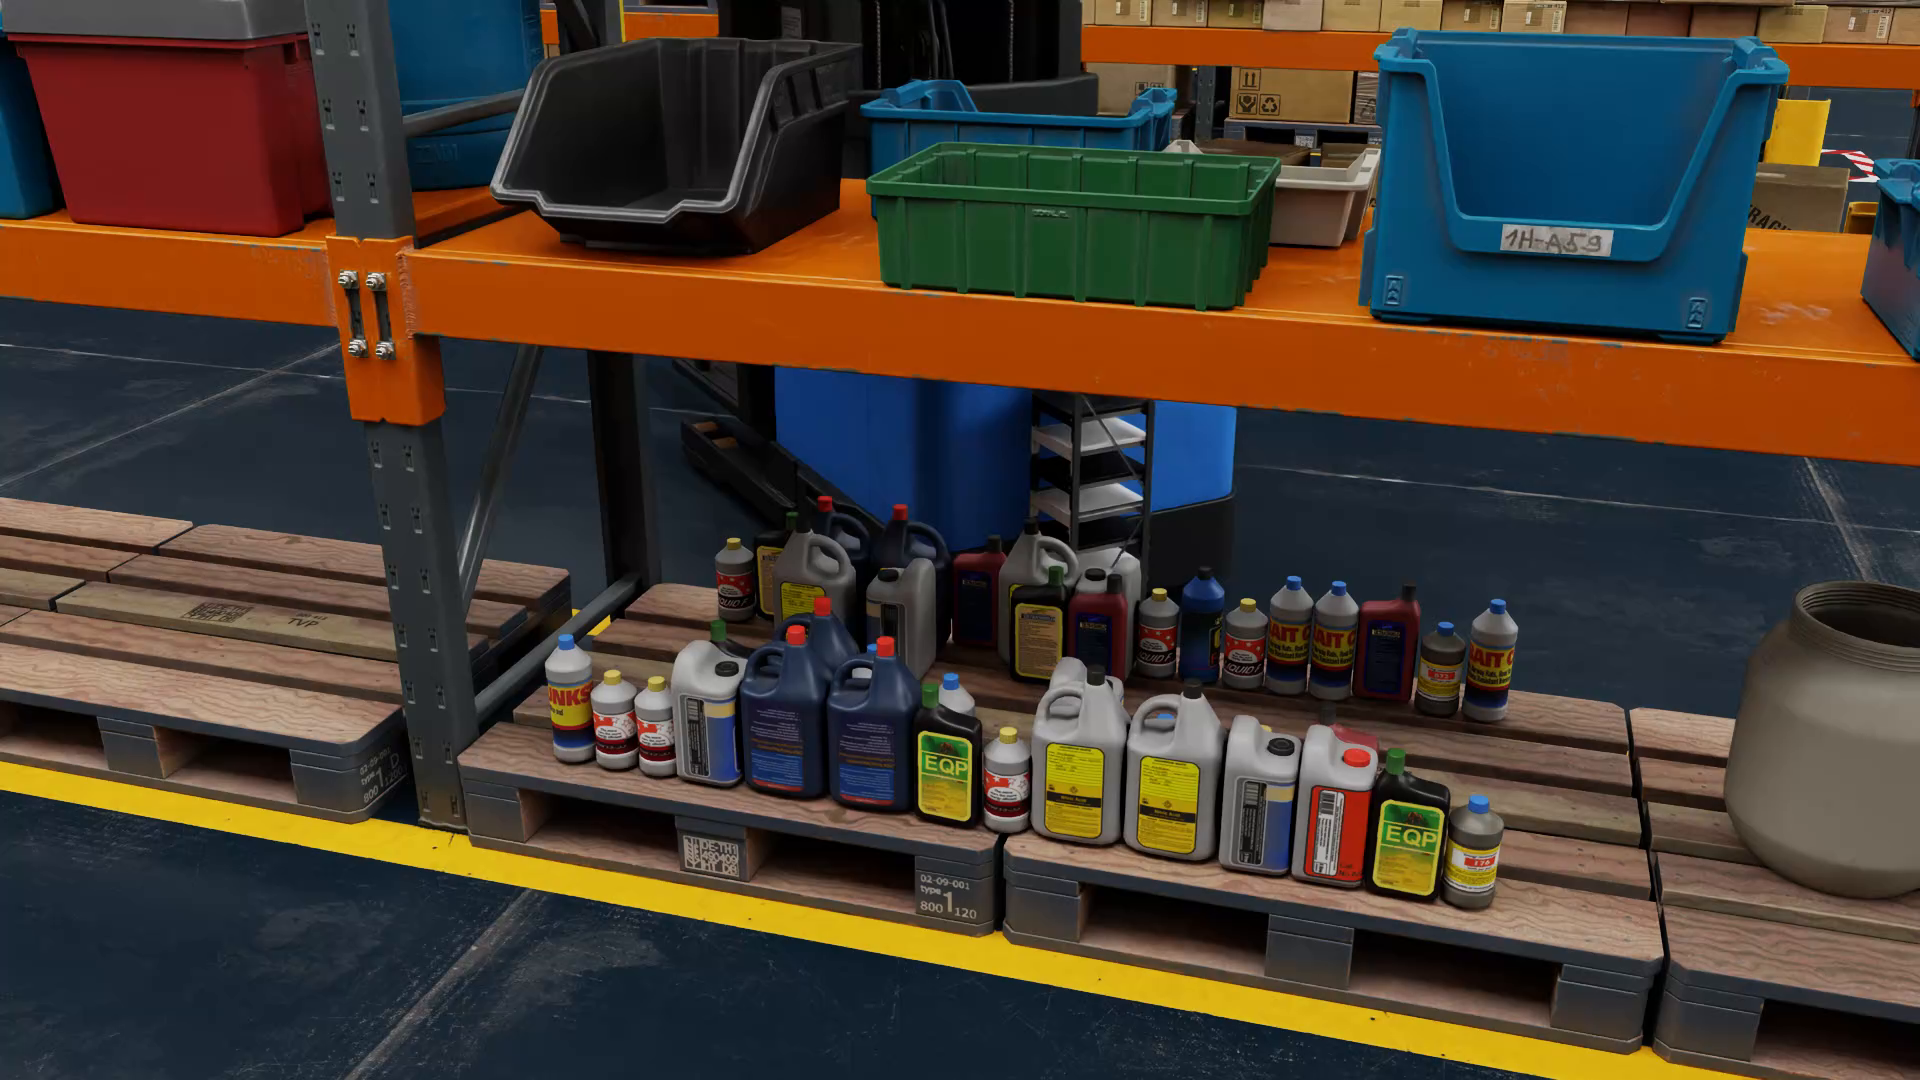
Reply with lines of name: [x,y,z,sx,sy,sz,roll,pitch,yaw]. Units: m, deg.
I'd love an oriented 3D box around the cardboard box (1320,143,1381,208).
cardboard box: [1.966,-1.603,7.967,0.500,0.500,0.500,4,23,11]

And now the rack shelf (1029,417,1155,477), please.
rack shelf: [0.341,-0.249,4.305,0.258,0.077,0.200,-11,25,-26]

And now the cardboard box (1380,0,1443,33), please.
cardboard box: [1.986,-2.315,7.292,0.250,0.149,0.380,7,23,16]

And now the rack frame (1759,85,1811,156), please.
rack frame: [5.786,-4.076,11.255,0.127,3.000,1.000,7,23,16]

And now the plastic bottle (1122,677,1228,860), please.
plastic bottle: [0.415,0.425,3.192,0.185,0.351,0.144,8,23,18]

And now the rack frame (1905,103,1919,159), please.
rack frame: [4.257,-2.285,6.888,0.127,3.000,1.000,7,23,16]

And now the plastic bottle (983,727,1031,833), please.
plastic bottle: [0.094,0.467,3.288,0.097,0.201,0.097,0,22,0]

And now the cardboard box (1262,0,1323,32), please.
cardboard box: [1.499,-2.359,7.399,0.250,0.149,0.380,7,23,16]

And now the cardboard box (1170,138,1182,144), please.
cardboard box: [0.799,-1.703,8.210,0.500,0.500,0.500,6,23,14]

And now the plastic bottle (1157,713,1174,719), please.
plastic bottle: [0.408,0.445,3.339,0.097,0.201,0.097,0,22,0]

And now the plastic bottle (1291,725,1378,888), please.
plastic bottle: [0.708,0.491,3.129,0.135,0.276,0.152,7,23,16]

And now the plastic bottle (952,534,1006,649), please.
plastic bottle: [0.048,0.119,4.027,0.133,0.283,0.061,8,24,19]

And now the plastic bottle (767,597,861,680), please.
plastic bottle: [-0.309,0.285,3.534,0.185,0.351,0.144,7,23,16]

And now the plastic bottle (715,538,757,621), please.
plastic bottle: [-0.566,0.094,4.197,0.097,0.201,0.097,0,22,0]

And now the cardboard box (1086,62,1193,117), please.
cardboard box: [1.336,-3.703,12.757,0.750,0.750,1.050,6,23,15]

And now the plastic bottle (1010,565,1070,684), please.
plastic bottle: [0.184,0.192,3.850,0.133,0.283,0.061,7,23,16]

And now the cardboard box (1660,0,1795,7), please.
cardboard box: [3.225,-2.550,7.012,0.500,0.500,0.875,7,23,16]

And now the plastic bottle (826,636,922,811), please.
plastic bottle: [-0.170,0.358,3.356,0.185,0.351,0.144,6,23,13]

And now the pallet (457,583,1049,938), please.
pallet: [-0.373,0.455,3.883,1.213,0.211,1.003,7,23,16]

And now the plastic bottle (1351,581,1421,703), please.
plastic bottle: [0.969,0.224,3.770,0.133,0.283,0.061,7,23,16]

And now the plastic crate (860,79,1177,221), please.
plastic crate: [0.135,-0.833,3.543,0.616,0.251,0.499,7,23,16]

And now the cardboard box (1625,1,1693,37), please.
cardboard box: [2.969,-2.237,7.102,0.250,0.149,0.380,7,23,16]

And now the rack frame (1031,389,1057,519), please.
rack frame: [0.294,-0.148,4.444,0.240,0.900,0.006,-11,25,-26]

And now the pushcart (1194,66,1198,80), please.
pushcart: [2.679,-4.277,15.200,0.936,0.377,1.648,-1,22,-3]

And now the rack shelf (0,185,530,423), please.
rack shelf: [-2.918,-0.810,4.241,4.000,0.370,1.077,7,23,16]

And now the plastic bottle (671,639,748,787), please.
plastic bottle: [-0.508,0.352,3.468,0.135,0.276,0.152,7,23,17]

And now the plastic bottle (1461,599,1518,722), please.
plastic bottle: [1.180,0.261,3.696,0.097,0.271,0.097,0,22,0]

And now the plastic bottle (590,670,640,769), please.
plastic bottle: [-0.728,0.372,3.517,0.097,0.201,0.097,0,22,0]

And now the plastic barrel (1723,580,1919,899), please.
plastic barrel: [1.694,0.372,3.136,0.421,0.512,0.421,0,22,0]

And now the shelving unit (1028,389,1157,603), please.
shelving unit: [0.341,-0.114,4.361,0.258,0.900,0.210,-11,25,-26]

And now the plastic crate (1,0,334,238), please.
plastic crate: [-1.555,-0.896,3.416,0.583,0.464,0.402,7,23,16]

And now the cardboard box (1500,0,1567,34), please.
cardboard box: [2.458,-2.251,7.137,0.250,0.149,0.380,7,23,16]

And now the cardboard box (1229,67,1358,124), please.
cardboard box: [2.539,-3.632,12.417,0.875,0.875,0.875,7,23,16]

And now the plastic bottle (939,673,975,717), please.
plastic bottle: [-0.018,0.397,3.365,0.097,0.271,0.097,0,22,0]

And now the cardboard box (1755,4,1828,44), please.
cardboard box: [3.431,-2.161,6.918,0.250,0.149,0.380,7,23,16]

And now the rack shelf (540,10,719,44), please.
rack shelf: [-1.488,-2.610,8.628,4.000,0.370,1.077,7,23,16]

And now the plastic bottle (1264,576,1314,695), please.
plastic bottle: [0.756,0.213,3.814,0.097,0.271,0.097,0,22,0]

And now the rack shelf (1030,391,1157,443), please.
rack shelf: [0.341,-0.333,4.271,0.258,0.077,0.200,-11,25,-26]

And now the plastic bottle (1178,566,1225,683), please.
plastic bottle: [0.562,0.190,3.869,0.097,0.271,0.097,0,22,0]

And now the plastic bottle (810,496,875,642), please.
plastic bottle: [-0.304,0.064,4.073,0.185,0.351,0.144,6,23,14]

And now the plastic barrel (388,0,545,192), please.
plastic barrel: [-1.286,-1.308,3.847,0.708,0.901,0.600,7,23,16]

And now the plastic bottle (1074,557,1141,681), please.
plastic bottle: [0.344,0.174,3.902,0.135,0.276,0.152,7,23,16]

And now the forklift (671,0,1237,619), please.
forklift: [-0.331,-1.616,5.348,1.130,2.935,3.031,-11,25,-26]

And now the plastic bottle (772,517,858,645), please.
plastic bottle: [-0.345,0.116,3.945,0.185,0.351,0.144,7,23,16]

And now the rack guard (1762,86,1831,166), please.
rack guard: [5.809,-2.917,11.723,0.348,0.500,1.175,7,23,16]

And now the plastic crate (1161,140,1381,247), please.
plastic crate: [0.624,-0.716,3.411,0.437,0.136,0.530,7,23,16]

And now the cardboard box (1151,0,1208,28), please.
cardboard box: [1.029,-2.425,7.560,0.250,0.149,0.380,7,23,16]

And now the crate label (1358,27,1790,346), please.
crate label: [0.986,-0.605,2.747,0.616,0.435,0.502,7,23,16]

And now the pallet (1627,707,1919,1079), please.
pallet: [1.963,0.722,3.231,1.213,0.211,1.003,7,23,16]

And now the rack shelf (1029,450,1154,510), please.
rack shelf: [0.341,-0.166,4.339,0.258,0.077,0.200,-11,25,-26]

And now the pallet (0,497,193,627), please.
pallet: [-2.938,0.161,4.599,1.213,0.211,1.003,7,23,16]

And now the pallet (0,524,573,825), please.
pallet: [-1.767,0.294,4.275,1.213,0.211,1.003,7,23,16]

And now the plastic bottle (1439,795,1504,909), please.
plastic bottle: [0.941,0.564,3.051,0.097,0.201,0.097,0,22,0]

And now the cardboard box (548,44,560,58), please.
cardboard box: [-3.074,-4.026,13.874,0.500,0.500,0.500,8,23,18]

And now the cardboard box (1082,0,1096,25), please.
cardboard box: [0.546,-2.475,7.681,0.250,0.149,0.380,7,23,16]

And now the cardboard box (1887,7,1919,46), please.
cardboard box: [3.924,-2.125,6.829,0.250,0.149,0.380,7,23,16]
